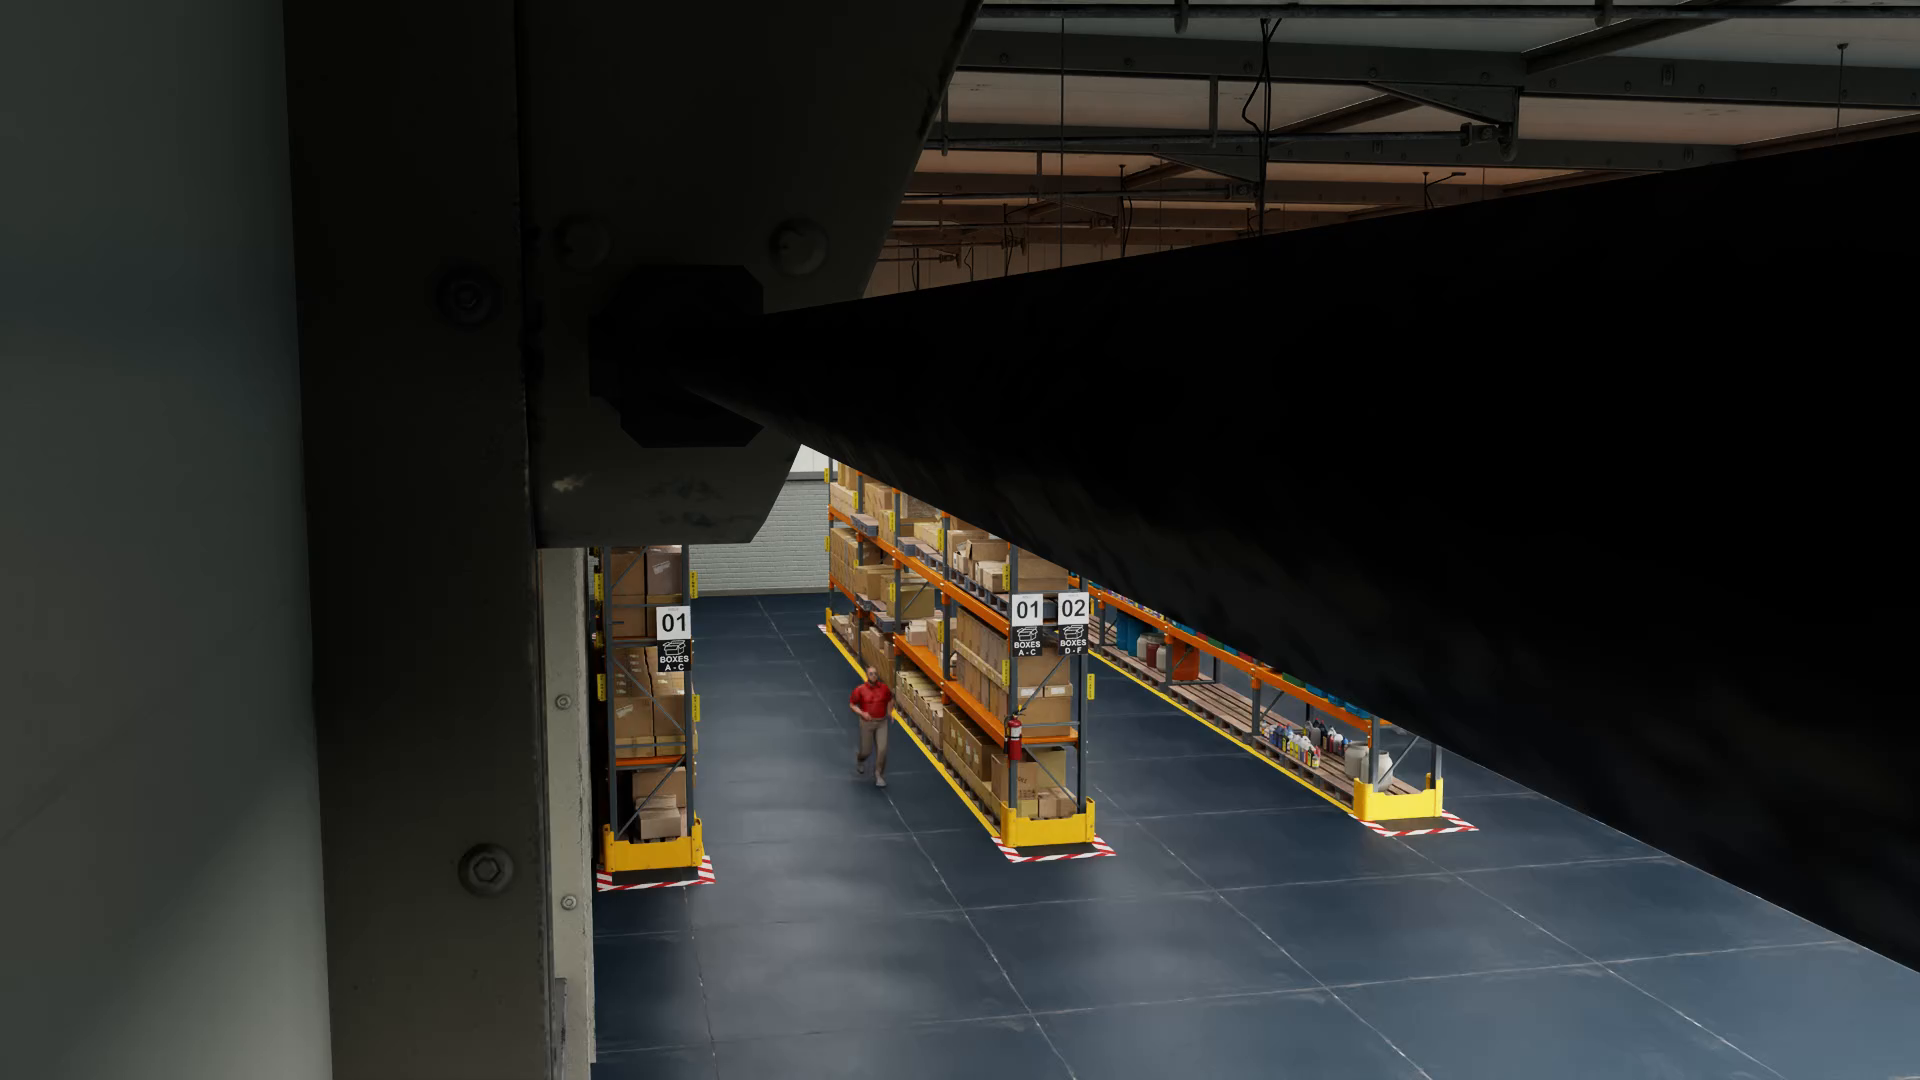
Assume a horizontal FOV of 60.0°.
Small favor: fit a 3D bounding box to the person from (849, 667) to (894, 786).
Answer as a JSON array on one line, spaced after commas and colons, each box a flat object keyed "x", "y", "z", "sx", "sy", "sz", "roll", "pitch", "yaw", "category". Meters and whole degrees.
[{"x": -1.253, "y": 2.654, "z": 23.948, "sx": 0.674, "sy": 1.681, "sz": 0.782, "roll": -2, "pitch": 7, "yaw": -18, "category": "person"}]

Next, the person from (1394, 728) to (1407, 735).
[{"x": 7.154, "y": 2.320, "z": 27.009, "sx": 0.616, "sy": 1.660, "sz": 0.554, "roll": -2, "pitch": 7, "yaw": -19, "category": "person"}]
